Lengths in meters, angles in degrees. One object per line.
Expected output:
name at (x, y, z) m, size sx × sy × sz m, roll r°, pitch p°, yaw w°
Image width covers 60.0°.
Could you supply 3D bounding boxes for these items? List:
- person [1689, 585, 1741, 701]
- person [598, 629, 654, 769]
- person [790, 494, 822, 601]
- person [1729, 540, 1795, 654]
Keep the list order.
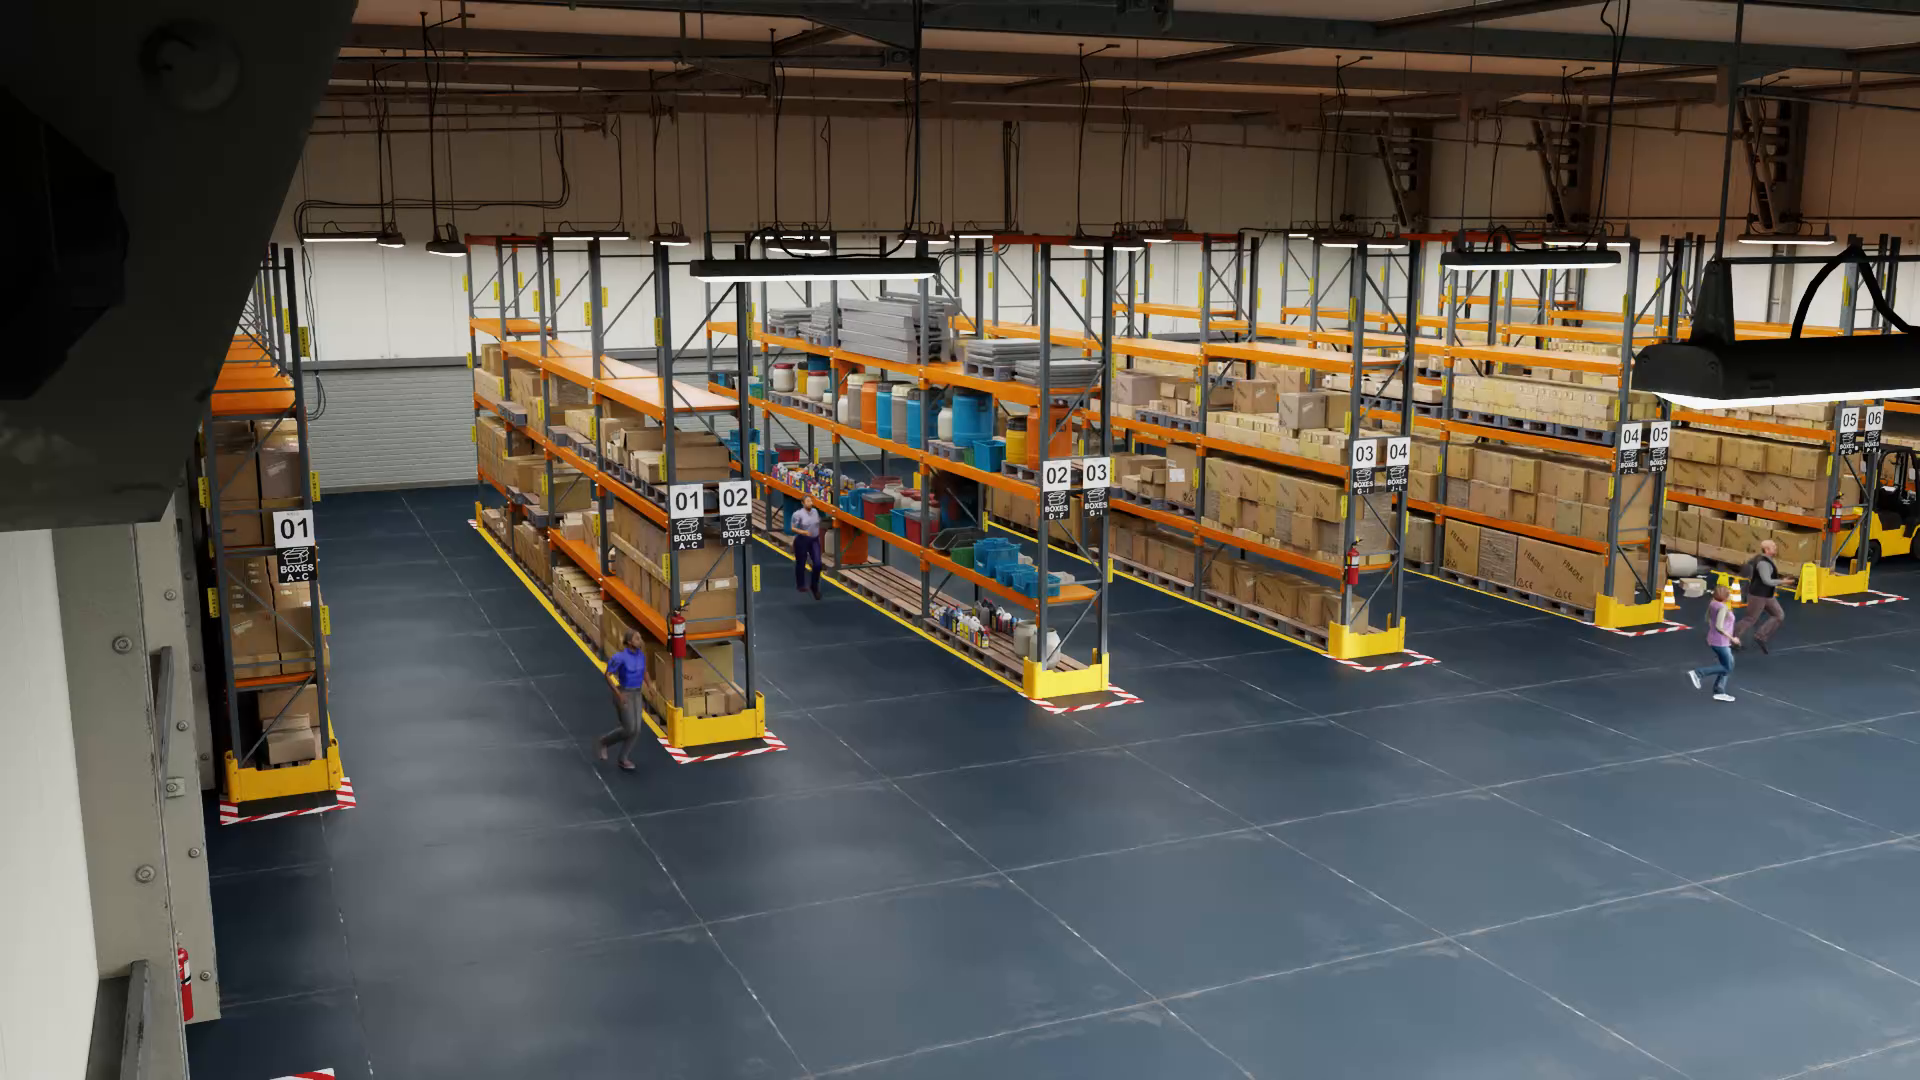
person at (10.003, 1.365, 22.039) m, size 0.618 × 1.564 × 0.536 m, roll 2°, pitch 11°, yaw 9°
person at (-3.890, 1.840, 19.474) m, size 0.554 × 1.583 × 0.656 m, roll 7°, pitch 13°, yaw 31°
person at (-2.454, 0.134, 26.873) m, size 0.597 × 1.736 × 0.684 m, roll -6°, pitch 12°, yaw -28°
person at (11.709, 0.834, 24.314) m, size 0.861 × 1.723 × 0.661 m, roll 6°, pitch 13°, yaw 29°
